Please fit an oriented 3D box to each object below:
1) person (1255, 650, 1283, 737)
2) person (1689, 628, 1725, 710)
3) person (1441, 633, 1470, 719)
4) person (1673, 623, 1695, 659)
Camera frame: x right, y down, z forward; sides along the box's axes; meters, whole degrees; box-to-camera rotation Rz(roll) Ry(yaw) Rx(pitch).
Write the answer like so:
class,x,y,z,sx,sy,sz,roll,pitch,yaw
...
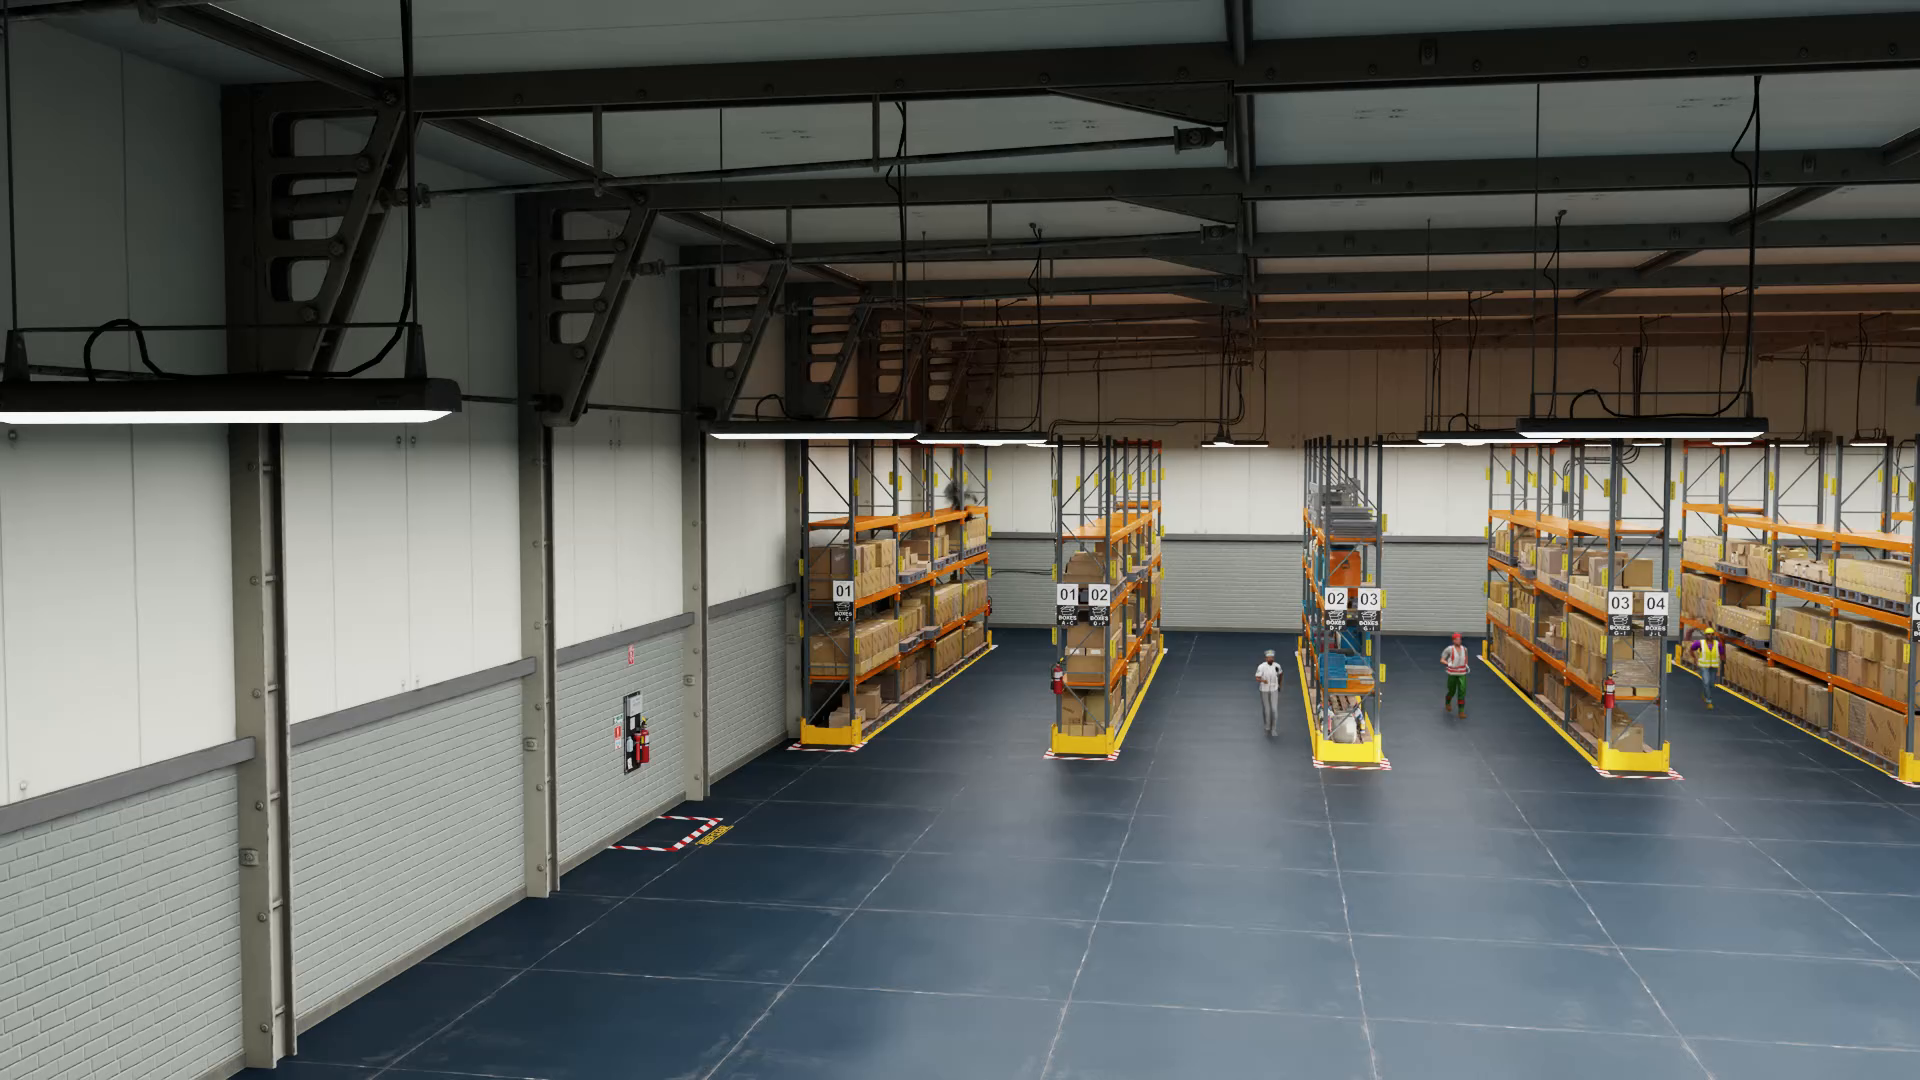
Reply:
class,x,y,z,sx,sy,sz,roll,pitch,yaw
person,6.222,3.078,33.491,0.559,1.759,0.761,0,3,9
person,16.653,2.838,37.003,0.700,1.773,0.968,0,3,8
person,10.629,2.882,35.645,0.648,1.778,1.008,0,3,-1
person,20.003,2.436,45.498,0.878,1.678,0.625,0,3,0
